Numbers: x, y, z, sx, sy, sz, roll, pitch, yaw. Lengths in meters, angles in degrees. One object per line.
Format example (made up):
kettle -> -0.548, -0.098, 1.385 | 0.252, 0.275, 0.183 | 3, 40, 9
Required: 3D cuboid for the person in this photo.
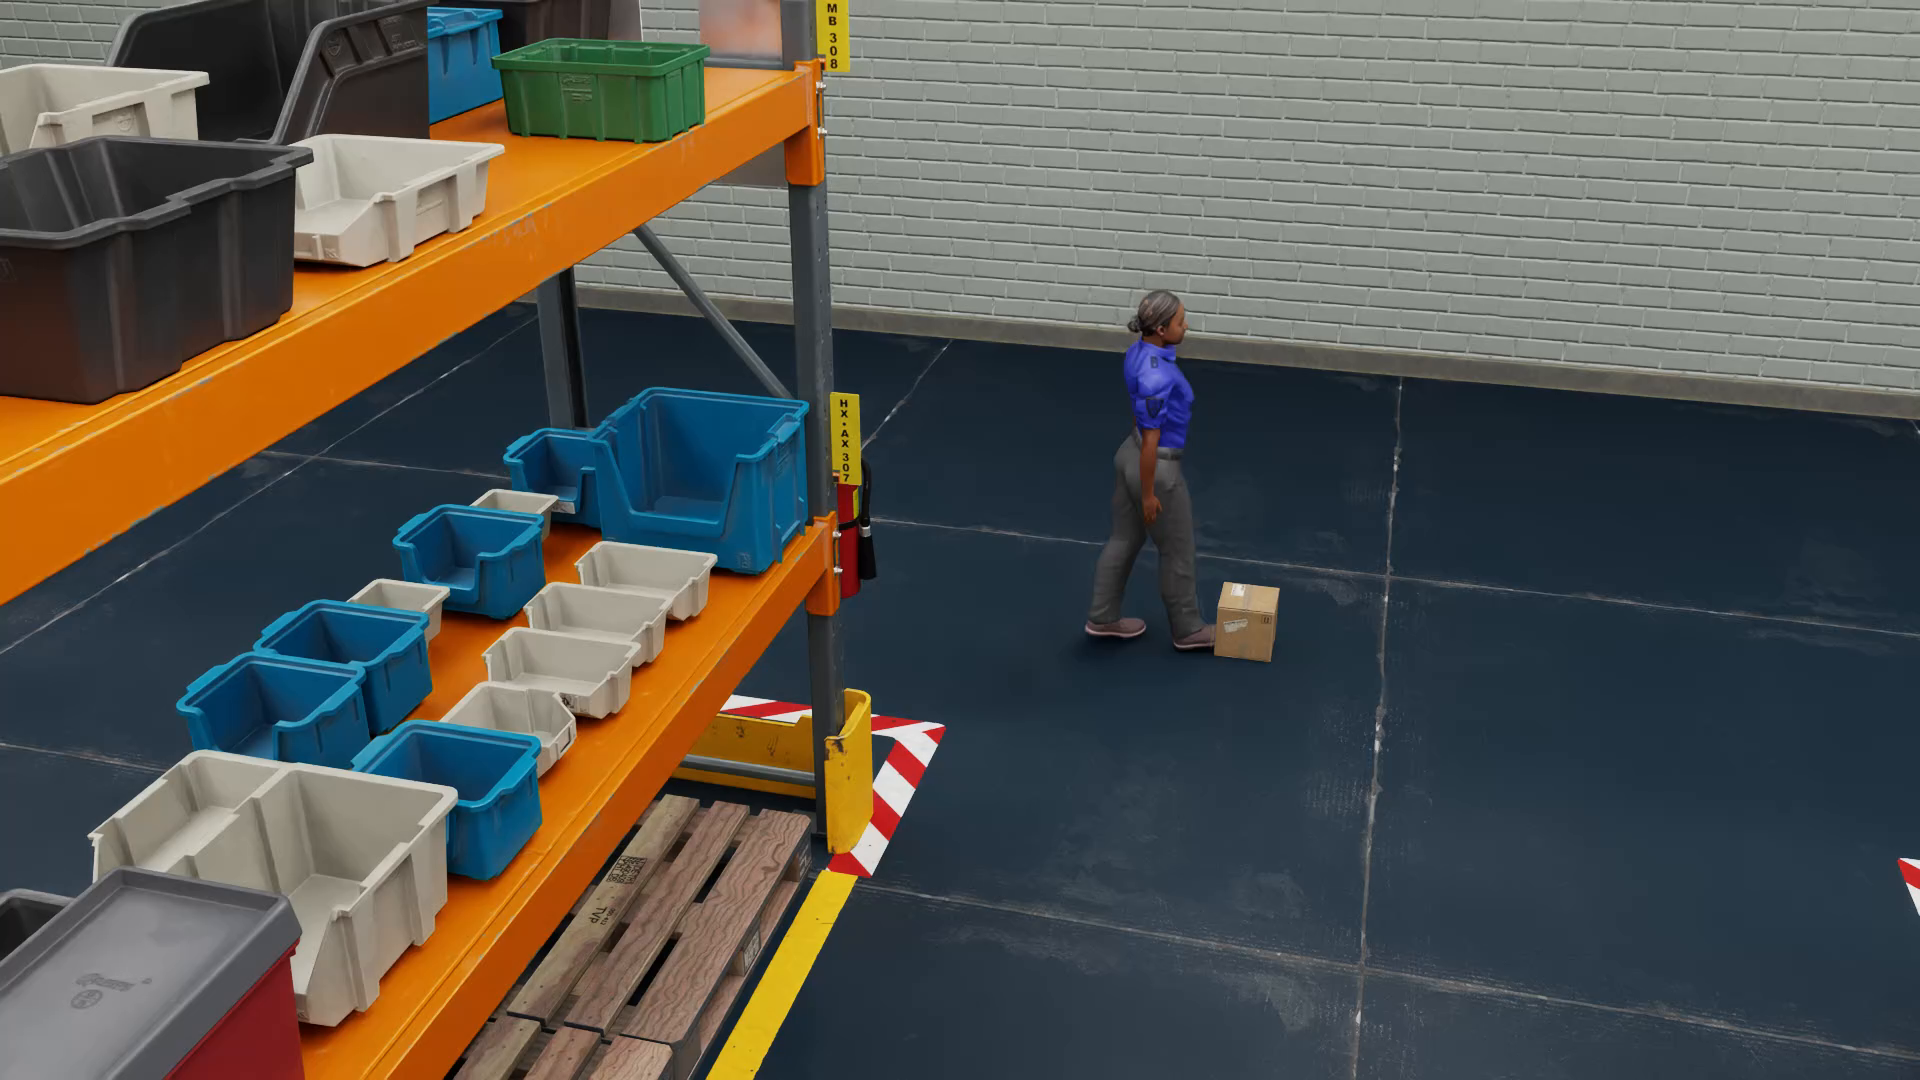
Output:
person -> 0.905, -0.297, 7.221 | 0.665, 1.651, 0.451 | -4, 26, -8
